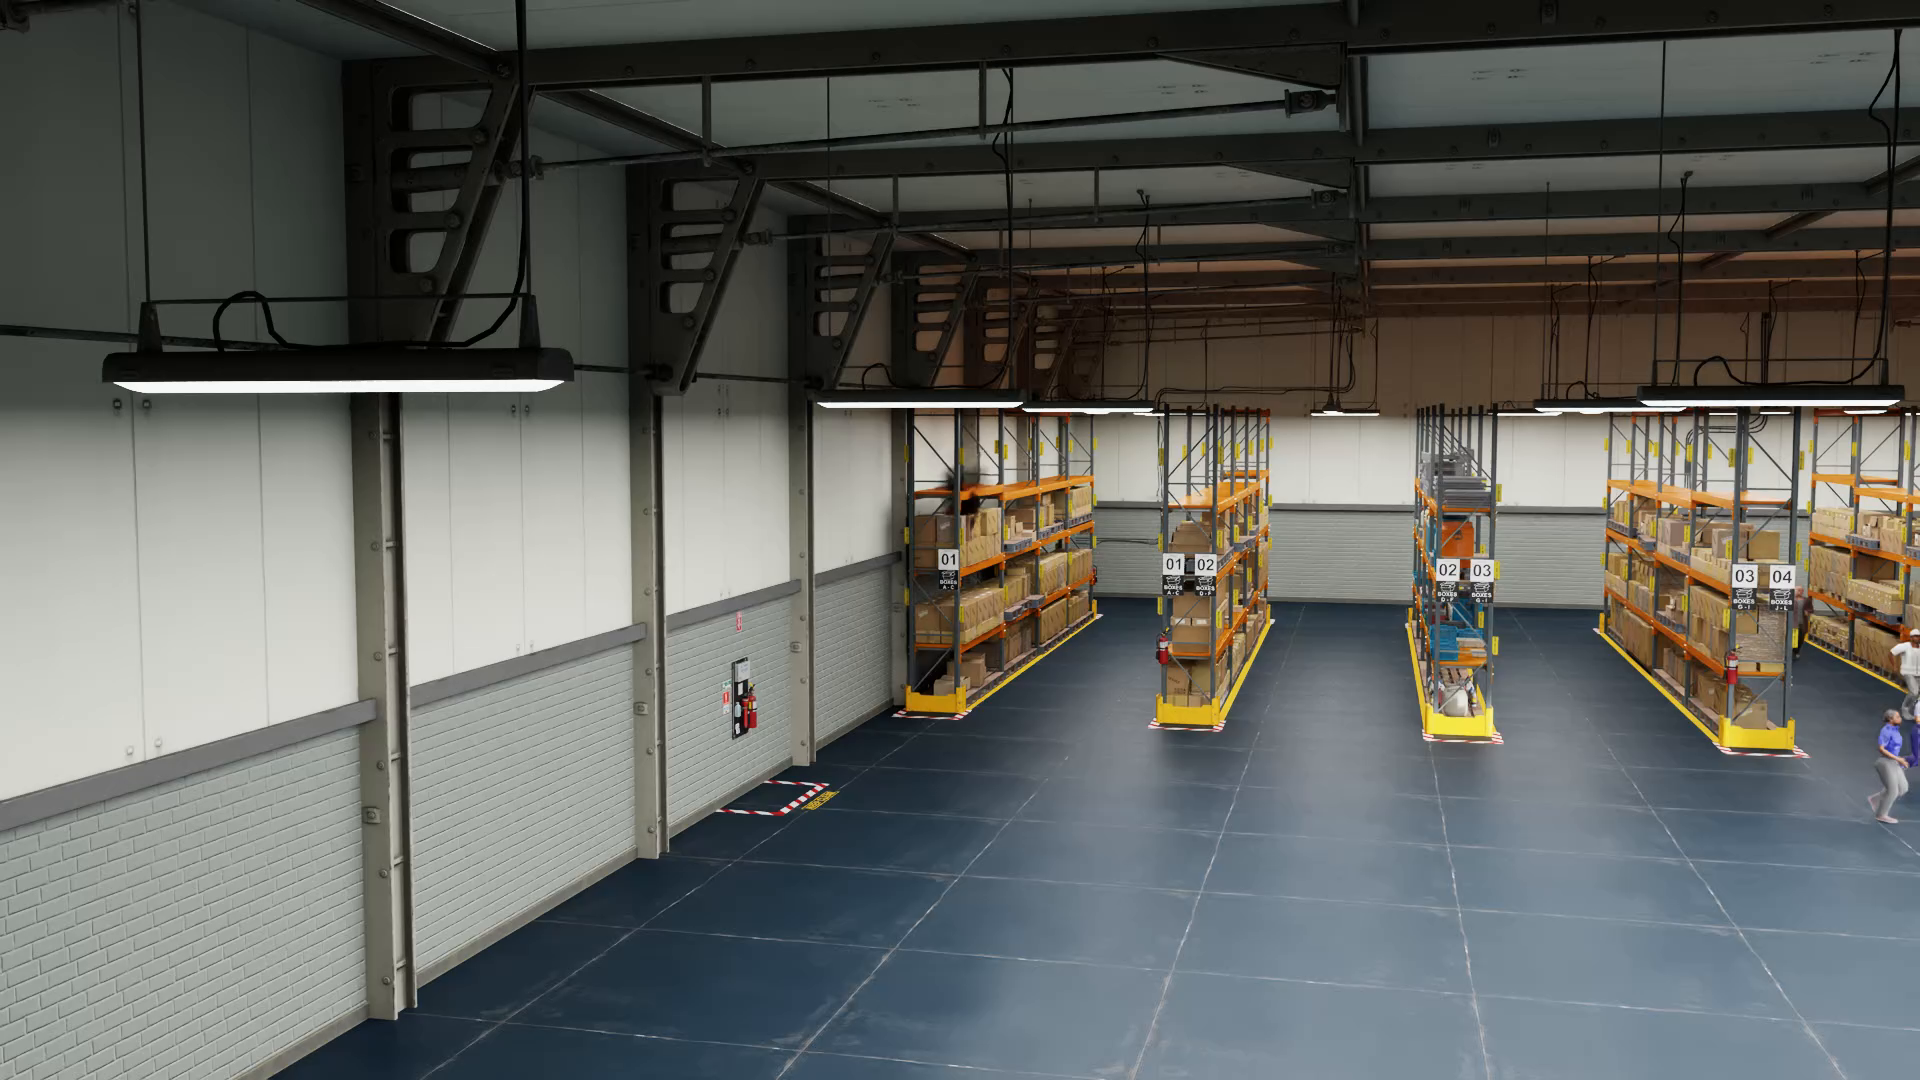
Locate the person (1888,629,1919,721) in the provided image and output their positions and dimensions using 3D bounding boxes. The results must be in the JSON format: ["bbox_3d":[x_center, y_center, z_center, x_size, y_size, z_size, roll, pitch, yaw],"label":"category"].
[{"bbox_3d":[18.033,2.552,31.435,0.692,1.737,0.660,0,4,-1],"label":"person"}]

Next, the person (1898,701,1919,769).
[{"bbox_3d":[14.901,3.051,25.716,0.589,1.641,0.832,-3,5,-40],"label":"person"}]

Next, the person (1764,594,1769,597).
[{"bbox_3d":[20.875,1.689,43.732,0.695,1.728,0.746,-3,5,-37],"label":"person"}]

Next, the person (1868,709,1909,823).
[{"bbox_3d":[13.180,3.198,23.572,0.533,1.619,0.593,4,6,42],"label":"person"}]

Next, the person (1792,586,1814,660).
[{"bbox_3d":[19.871,1.969,39.421,0.680,1.763,0.731,1,4,7],"label":"person"}]
